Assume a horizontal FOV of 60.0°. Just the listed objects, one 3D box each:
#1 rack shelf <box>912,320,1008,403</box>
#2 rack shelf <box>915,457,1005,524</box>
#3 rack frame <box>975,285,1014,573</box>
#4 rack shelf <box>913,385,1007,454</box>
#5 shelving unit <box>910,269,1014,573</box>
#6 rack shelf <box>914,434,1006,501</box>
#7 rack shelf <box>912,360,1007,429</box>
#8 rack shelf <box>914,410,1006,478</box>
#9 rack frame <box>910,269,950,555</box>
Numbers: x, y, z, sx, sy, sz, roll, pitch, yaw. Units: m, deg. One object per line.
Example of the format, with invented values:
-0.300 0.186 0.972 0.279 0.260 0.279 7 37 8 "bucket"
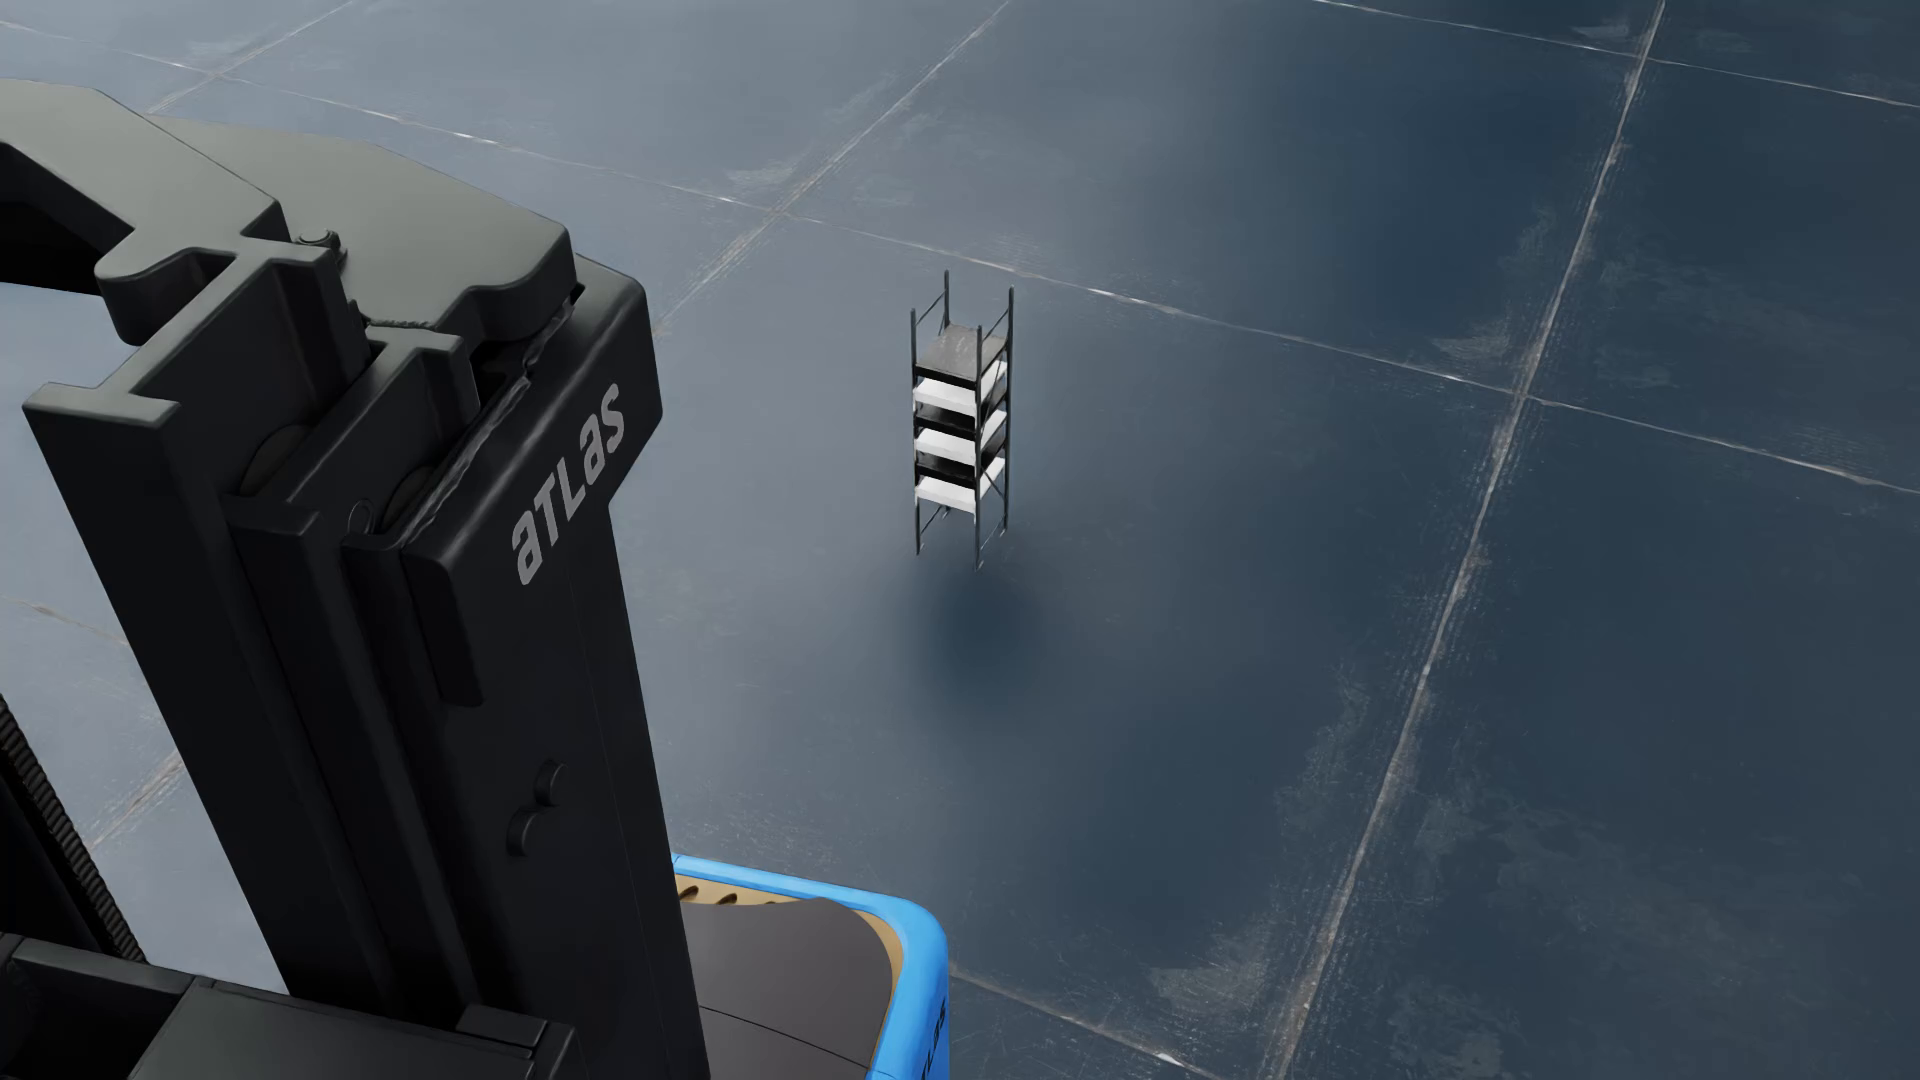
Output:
0.007 -0.517 4.798 0.200 0.077 0.258 17 44 19 "rack shelf"
0.007 -0.177 5.092 0.200 0.077 0.258 17 44 19 "rack shelf"
0.099 -0.310 4.920 0.006 0.900 0.240 17 44 19 "rack frame"
0.007 -0.381 4.916 0.200 0.077 0.258 17 44 19 "rack shelf"
0.007 -0.338 4.953 0.210 0.900 0.258 17 44 19 "shelving unit"
0.007 -0.245 5.033 0.200 0.077 0.258 17 44 19 "rack shelf"
0.007 -0.449 4.857 0.200 0.077 0.258 17 44 19 "rack shelf"
0.007 -0.313 4.974 0.200 0.077 0.258 17 44 19 "rack shelf"
-0.085 -0.366 4.985 0.006 0.900 0.240 17 44 19 "rack frame"
